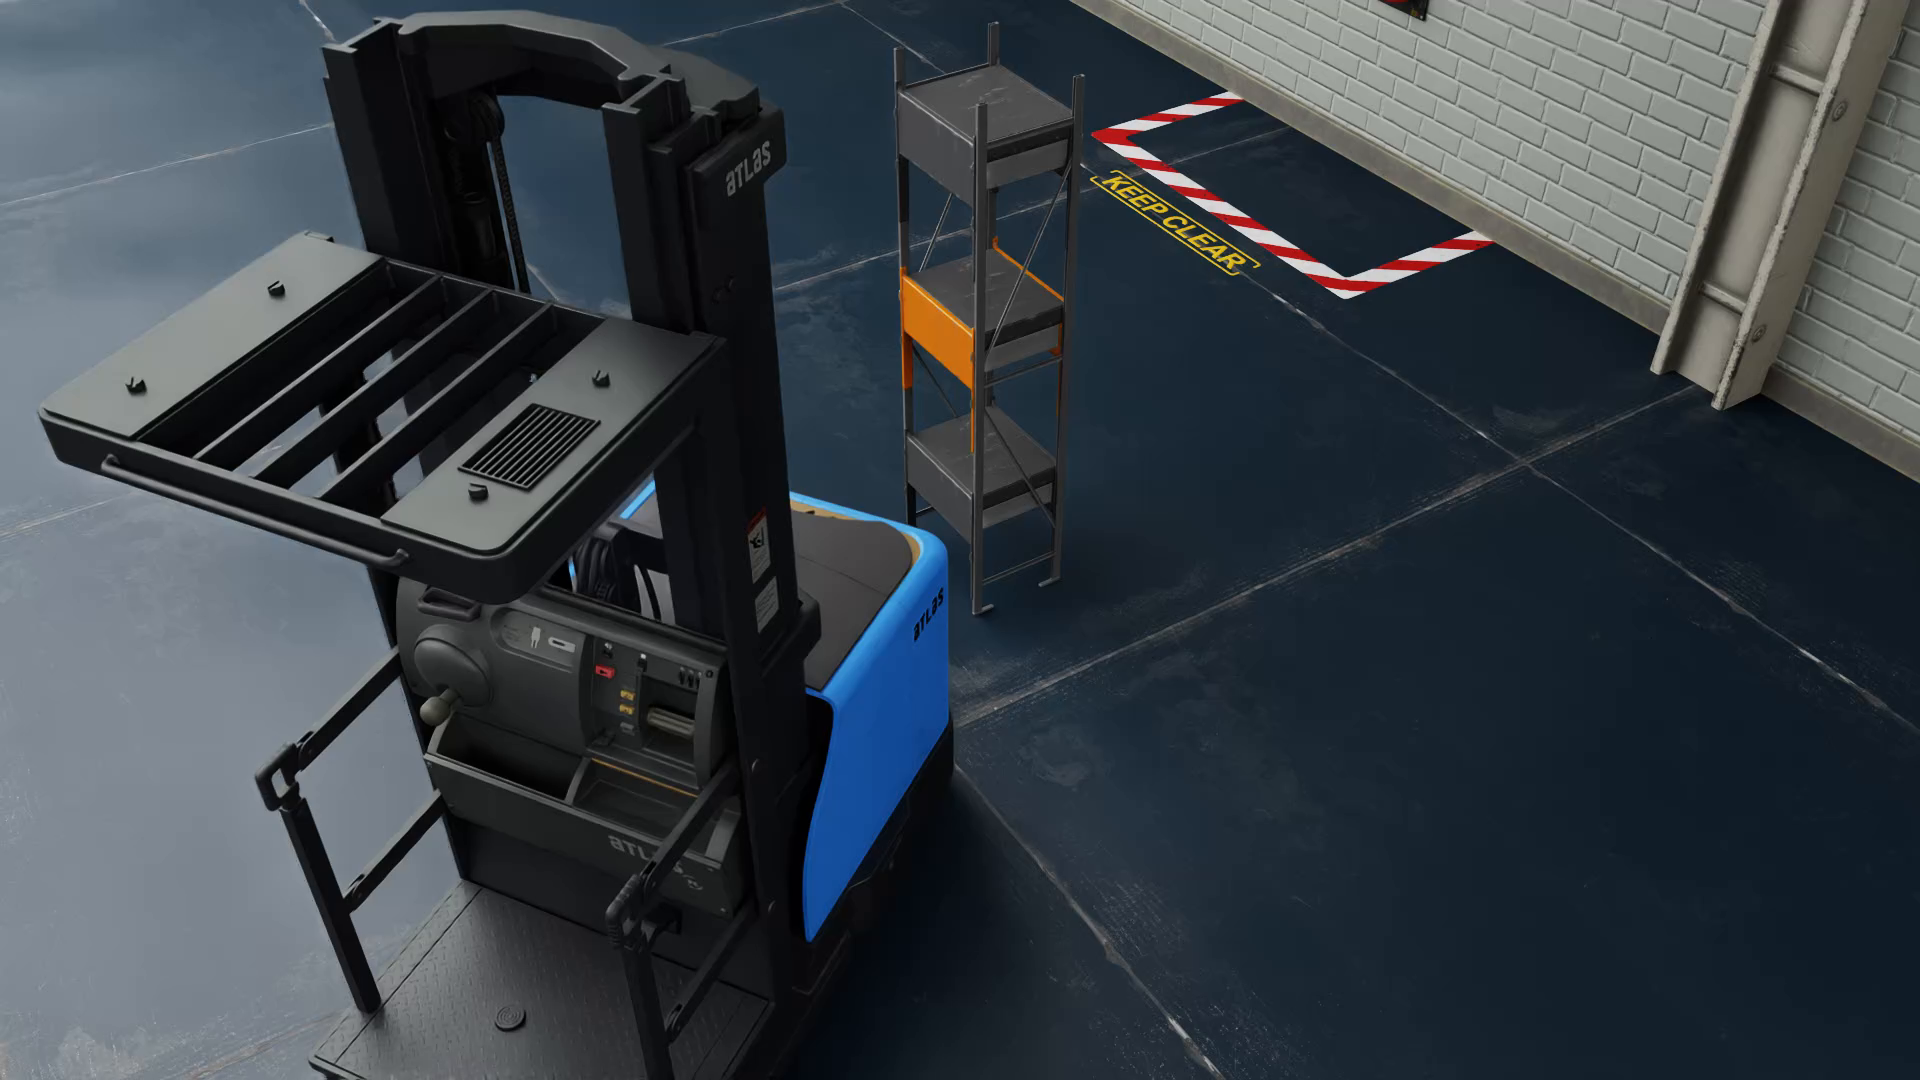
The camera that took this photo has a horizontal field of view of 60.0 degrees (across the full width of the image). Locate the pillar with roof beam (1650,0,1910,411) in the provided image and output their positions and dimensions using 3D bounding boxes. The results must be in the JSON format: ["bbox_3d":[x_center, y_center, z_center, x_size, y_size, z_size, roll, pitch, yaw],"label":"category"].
[{"bbox_3d":[-0.202,-2.712,2.975,9.100,9.000,0.400,-22,45,-24],"label":"pillar with roof beam"}]

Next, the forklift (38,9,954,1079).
[{"bbox_3d":[-1.088,0.419,3.958,1.130,2.935,3.031,16,42,18],"label":"forklift"}]

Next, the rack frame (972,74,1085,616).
[{"bbox_3d":[0.220,-0.586,5.813,0.400,2.100,0.015,-22,45,-24],"label":"rack frame"}]

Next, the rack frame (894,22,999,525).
[{"bbox_3d":[-0.042,-0.849,6.129,0.400,2.100,0.015,-22,45,-24],"label":"rack frame"}]

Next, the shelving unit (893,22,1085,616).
[{"bbox_3d":[0.089,-0.717,5.971,0.431,2.100,0.503,-22,45,-24],"label":"shelving unit"}]

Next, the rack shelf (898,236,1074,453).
[{"bbox_3d":[0.089,-0.707,5.979,0.431,0.518,0.480,-22,45,-24],"label":"rack shelf"}]

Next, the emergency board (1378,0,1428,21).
[{"bbox_3d":[2.131,-3.236,8.290,0.194,1.169,0.643,-22,45,-24],"label":"emergency board"}]

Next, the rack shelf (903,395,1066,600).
[{"bbox_3d":[0.089,-0.169,6.427,0.431,0.518,0.480,-22,45,-24],"label":"rack shelf"}]

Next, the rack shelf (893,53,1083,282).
[{"bbox_3d":[0.089,-1.245,5.531,0.431,0.518,0.480,-22,45,-24],"label":"rack shelf"}]
